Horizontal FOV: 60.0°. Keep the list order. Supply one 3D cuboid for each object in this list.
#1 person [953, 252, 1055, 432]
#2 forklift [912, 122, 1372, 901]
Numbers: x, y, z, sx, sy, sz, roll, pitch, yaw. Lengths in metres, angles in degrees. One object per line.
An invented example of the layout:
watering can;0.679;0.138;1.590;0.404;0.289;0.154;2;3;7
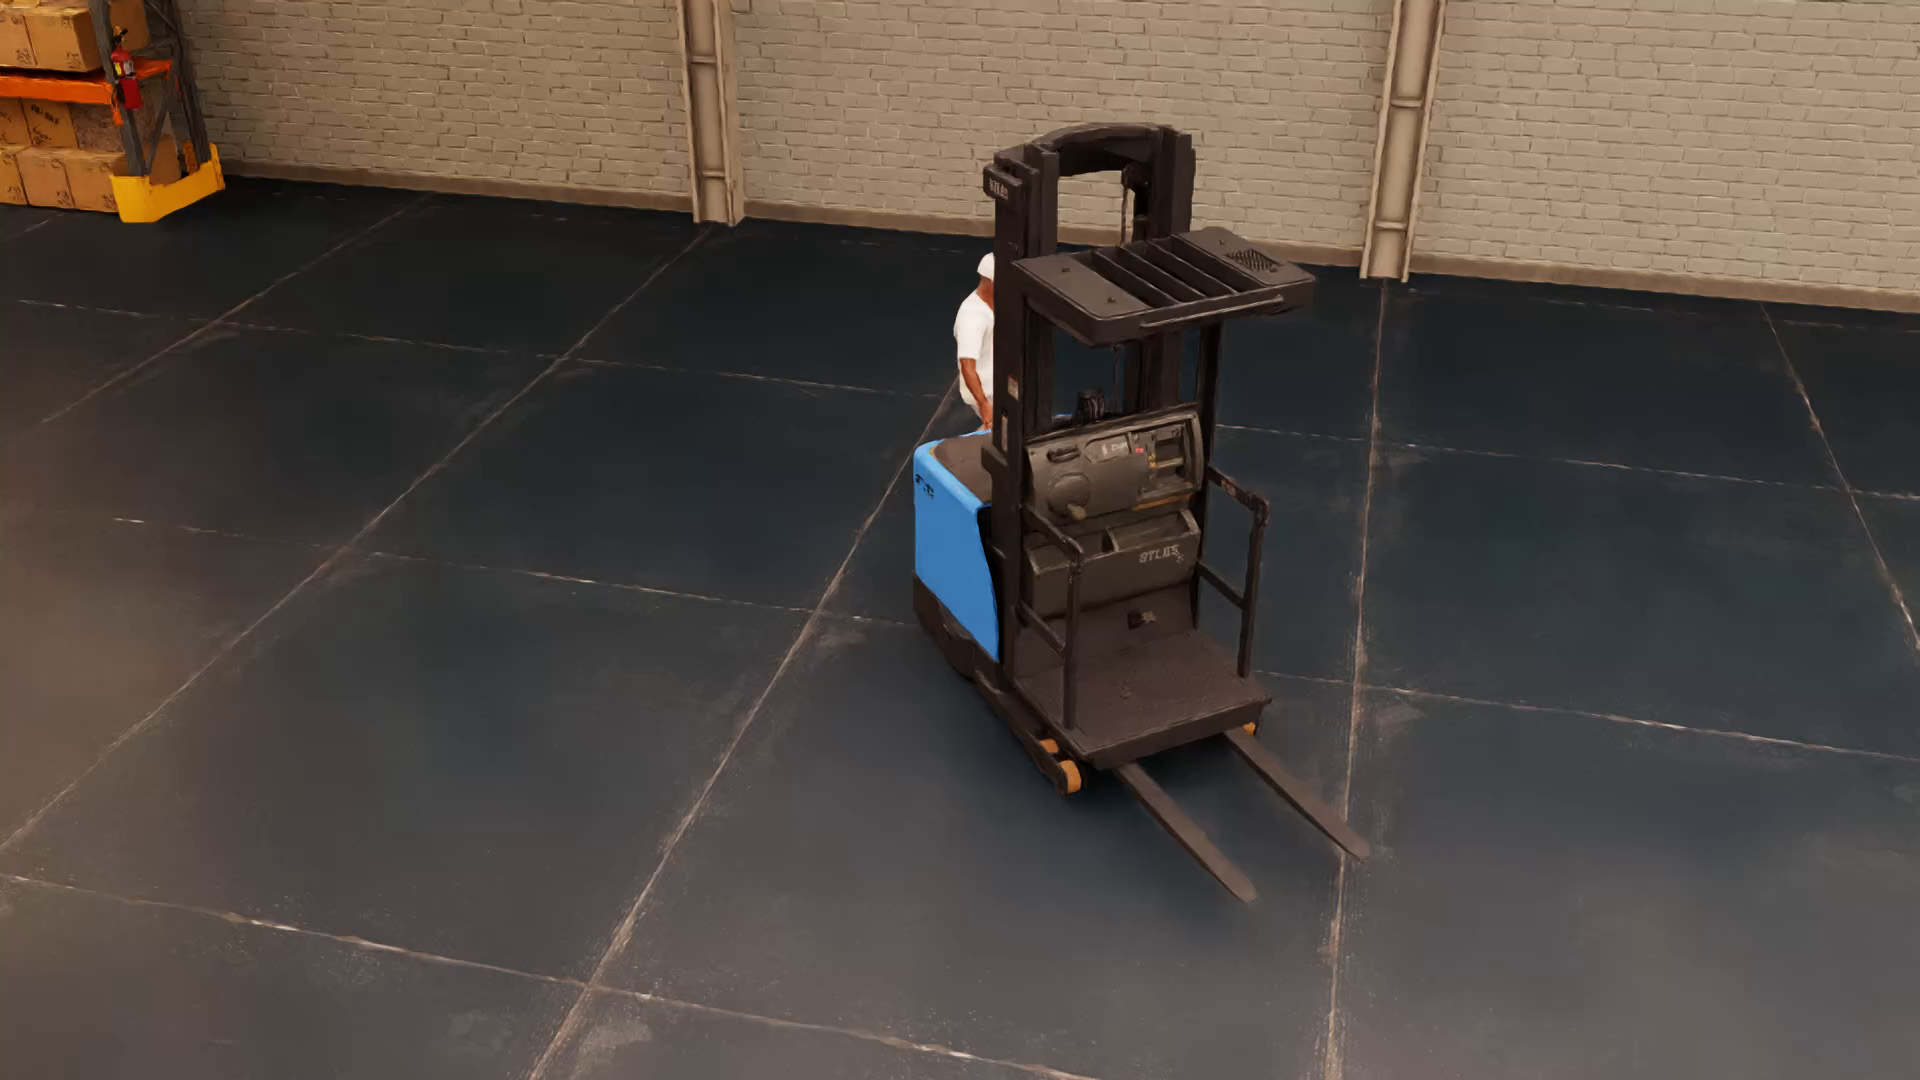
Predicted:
person;0.232;-0.995;10.283;0.702;1.631;1.021;8;30;13
forklift;0.838;-0.303;7.705;1.130;2.935;3.031;-14;32;-23
